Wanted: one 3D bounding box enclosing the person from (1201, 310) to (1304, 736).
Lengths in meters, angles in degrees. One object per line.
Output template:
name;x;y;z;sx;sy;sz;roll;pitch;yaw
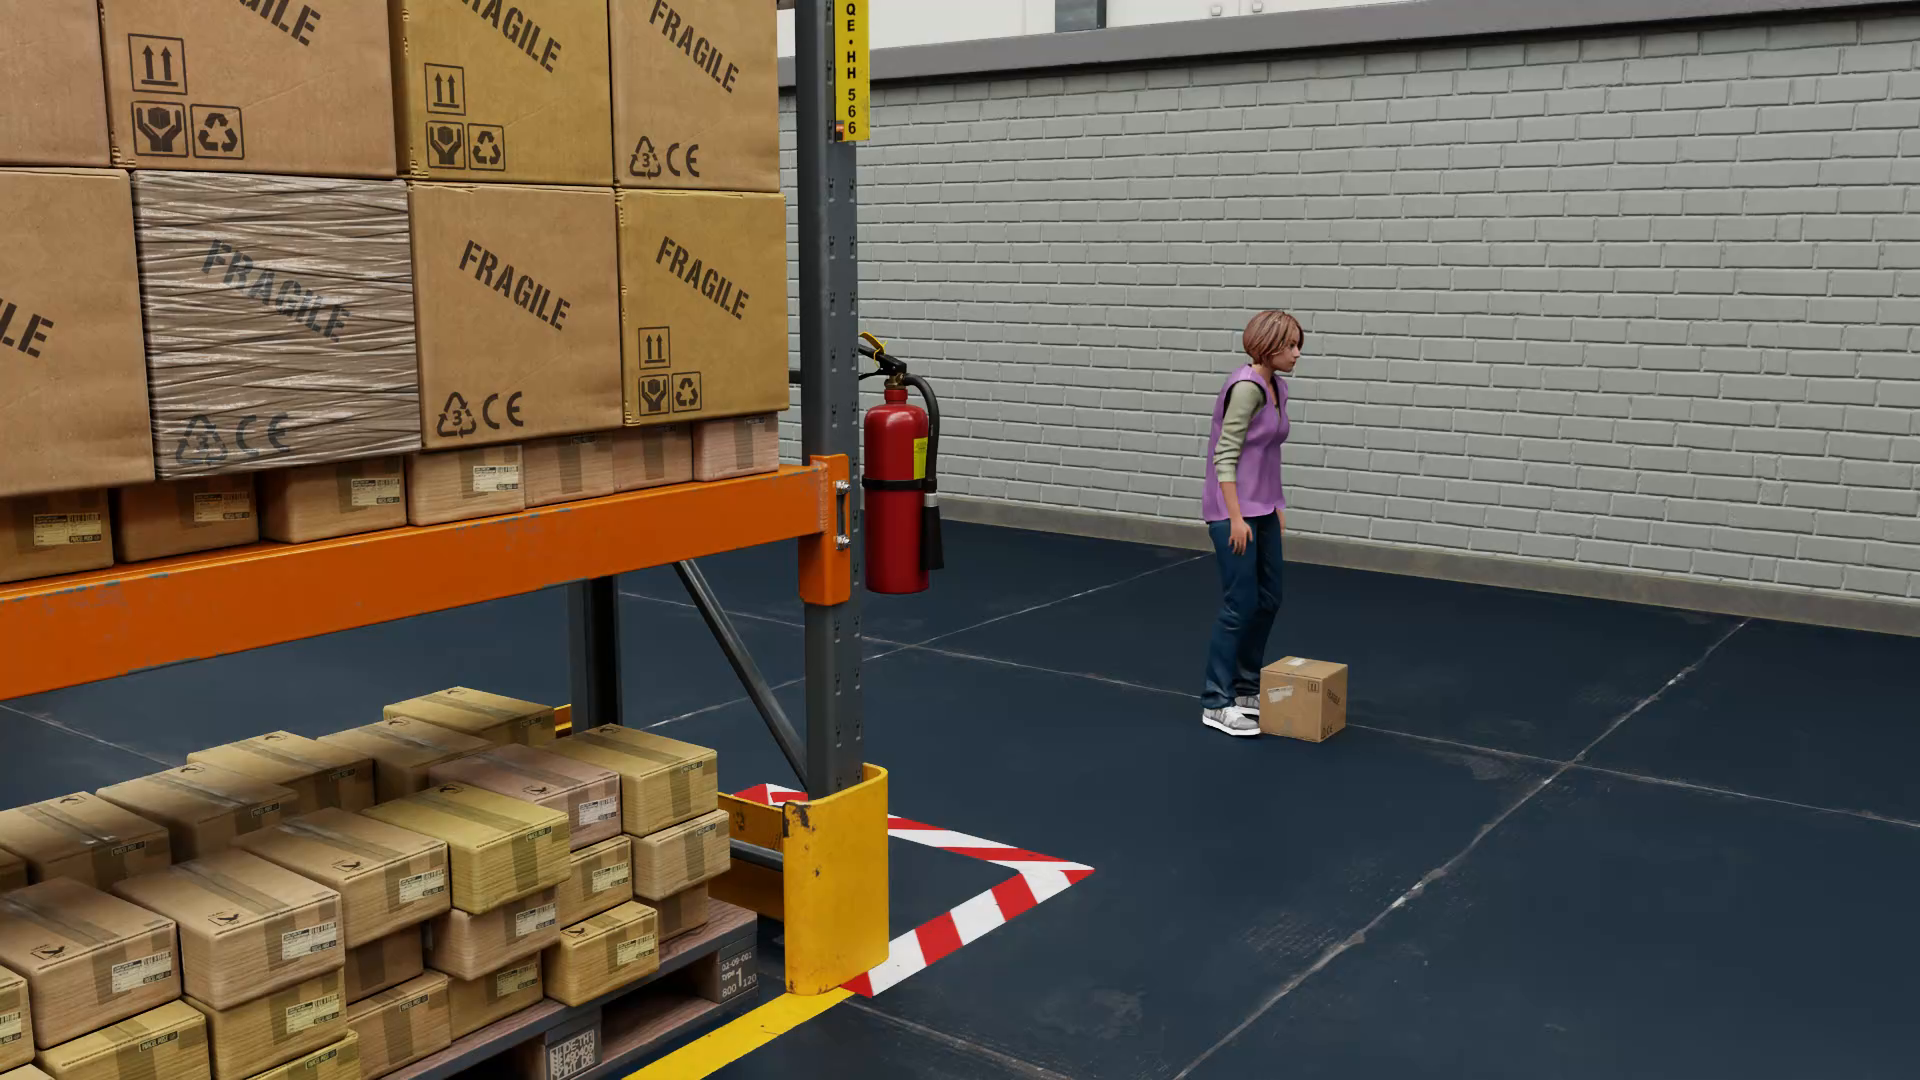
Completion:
person;1.113;-0.074;6.382;0.345;1.582;0.485;6;12;33
